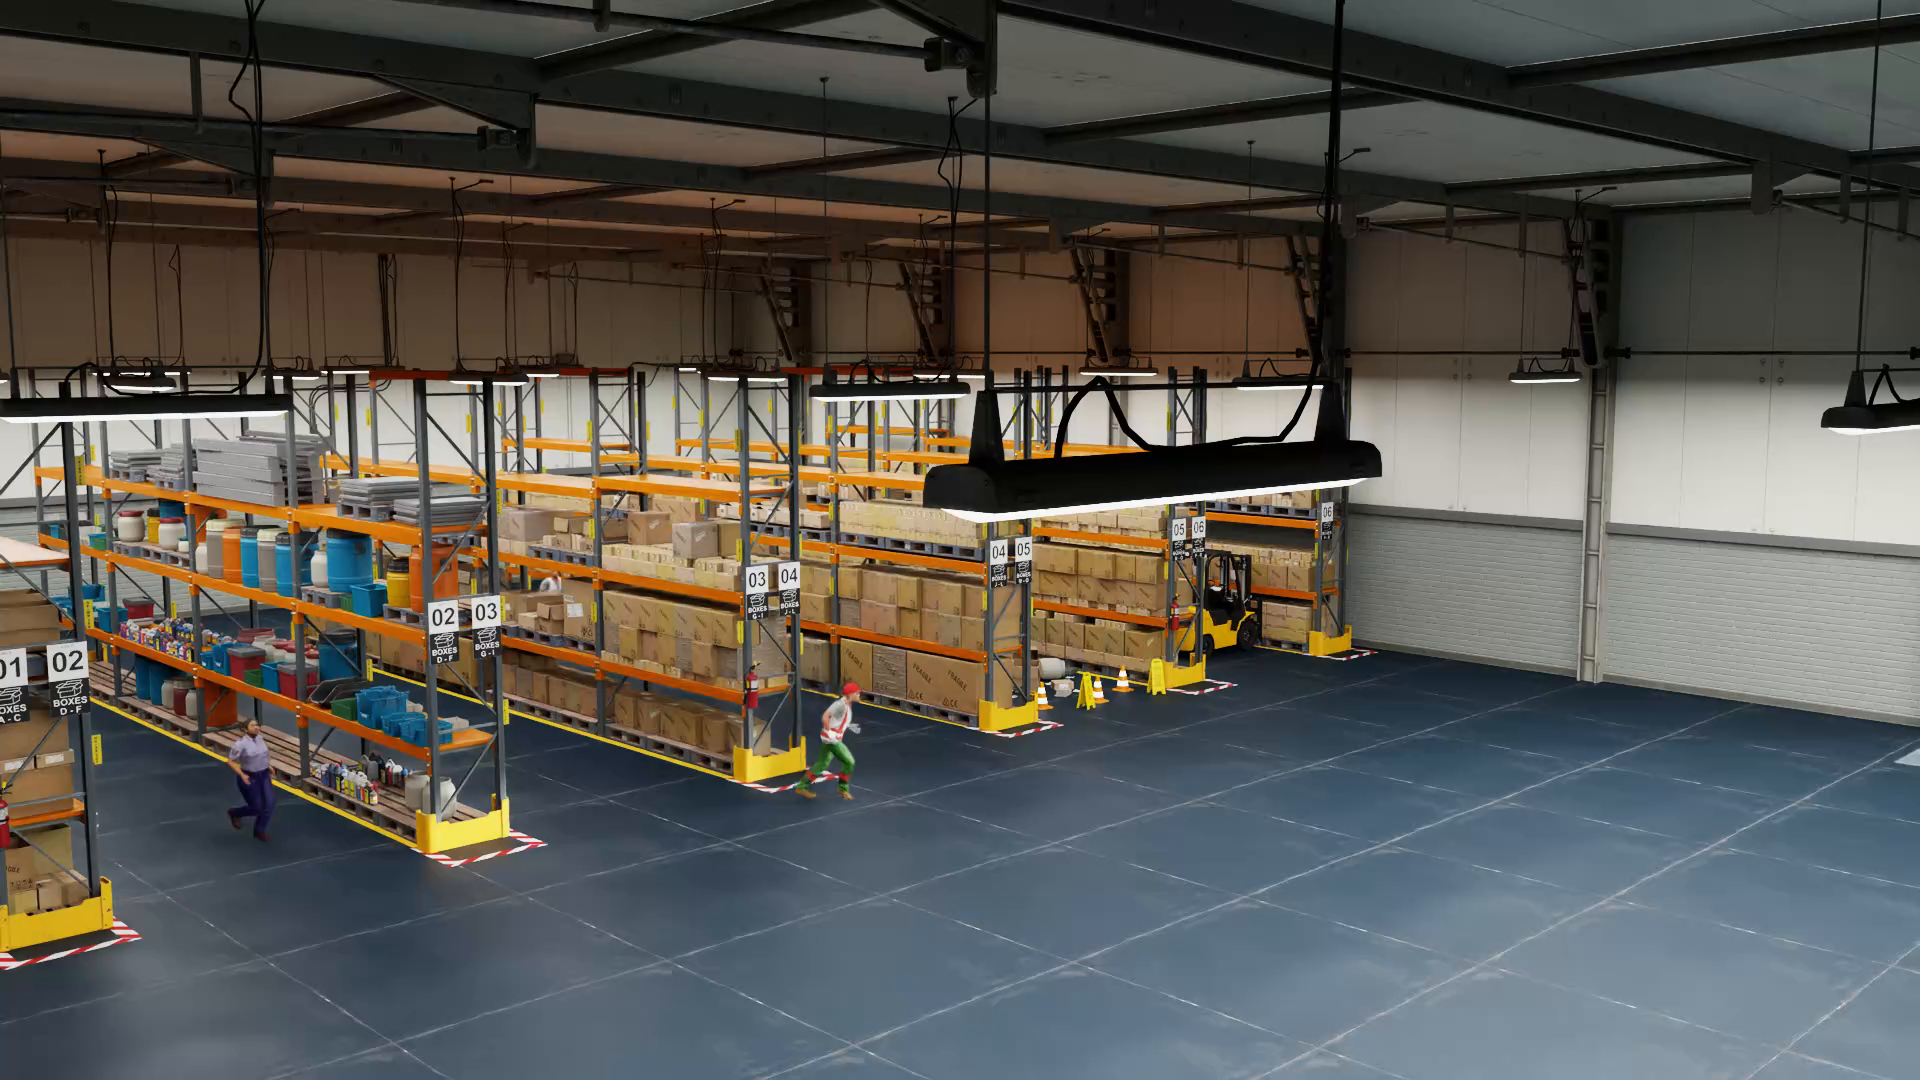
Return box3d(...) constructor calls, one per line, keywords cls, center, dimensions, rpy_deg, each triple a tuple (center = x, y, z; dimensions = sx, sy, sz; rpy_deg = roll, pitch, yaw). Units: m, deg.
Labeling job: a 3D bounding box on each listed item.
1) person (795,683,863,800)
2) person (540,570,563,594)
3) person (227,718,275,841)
box3d(cls="person", center=(-1.853, 2.871, 23.603), dimensions=(0.963, 1.711, 0.694), rpy_deg=(0, 6, 3))
box3d(cls="person", center=(-8.734, 1.440, 35.605), dimensions=(0.622, 1.836, 0.994), rpy_deg=(-5, 8, -37))
box3d(cls="person", center=(-9.228, 3.109, 21.651), dimensions=(0.574, 1.609, 0.614), rpy_deg=(3, 7, 25))
